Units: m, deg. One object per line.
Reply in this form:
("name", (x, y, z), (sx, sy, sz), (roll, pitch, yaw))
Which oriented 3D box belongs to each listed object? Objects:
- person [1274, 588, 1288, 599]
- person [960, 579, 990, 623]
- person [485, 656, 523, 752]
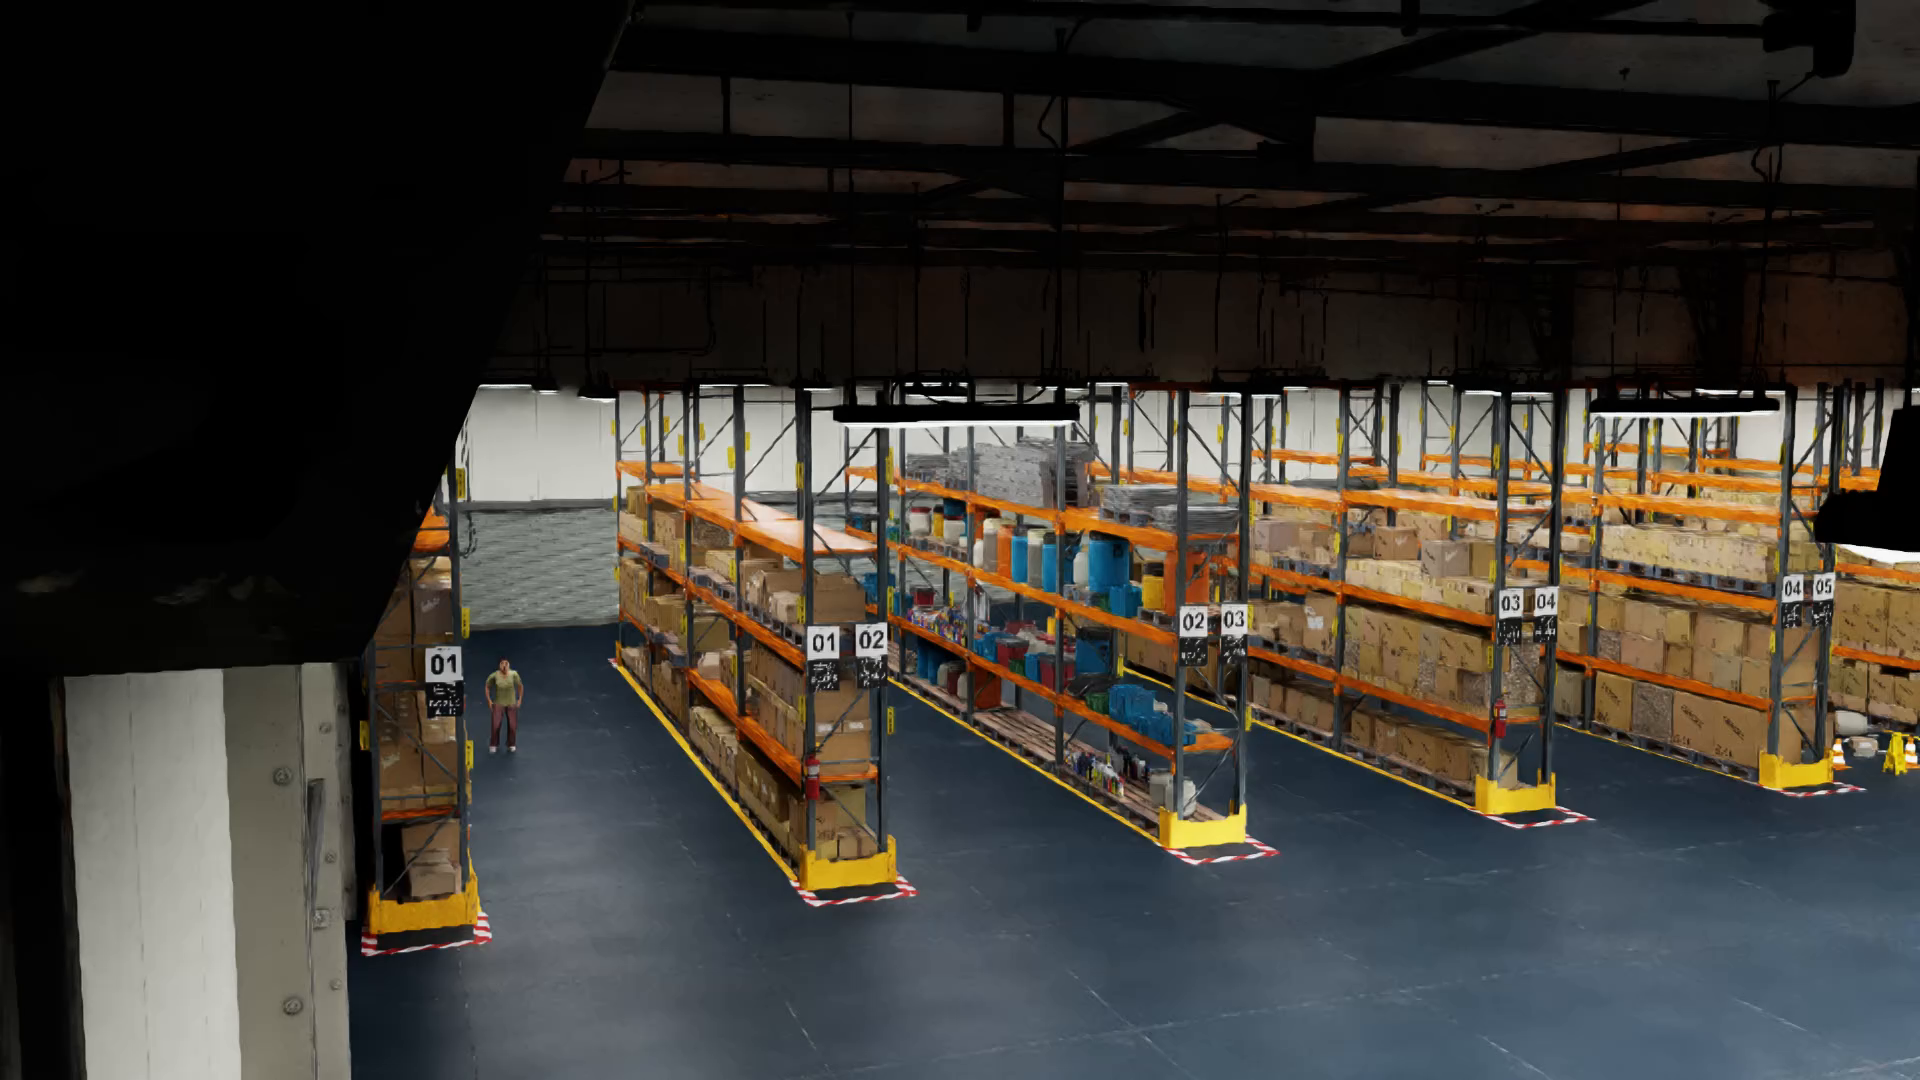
("person", (8.630, 0.747, 45.039), (0.531, 1.667, 0.532), (2, 6, 17))
("person", (0.333, 1.682, 35.948), (0.677, 1.726, 0.574), (-2, 7, -22))
("person", (-7.433, 2.670, 27.116), (0.598, 1.619, 0.507), (-2, 6, -21))
